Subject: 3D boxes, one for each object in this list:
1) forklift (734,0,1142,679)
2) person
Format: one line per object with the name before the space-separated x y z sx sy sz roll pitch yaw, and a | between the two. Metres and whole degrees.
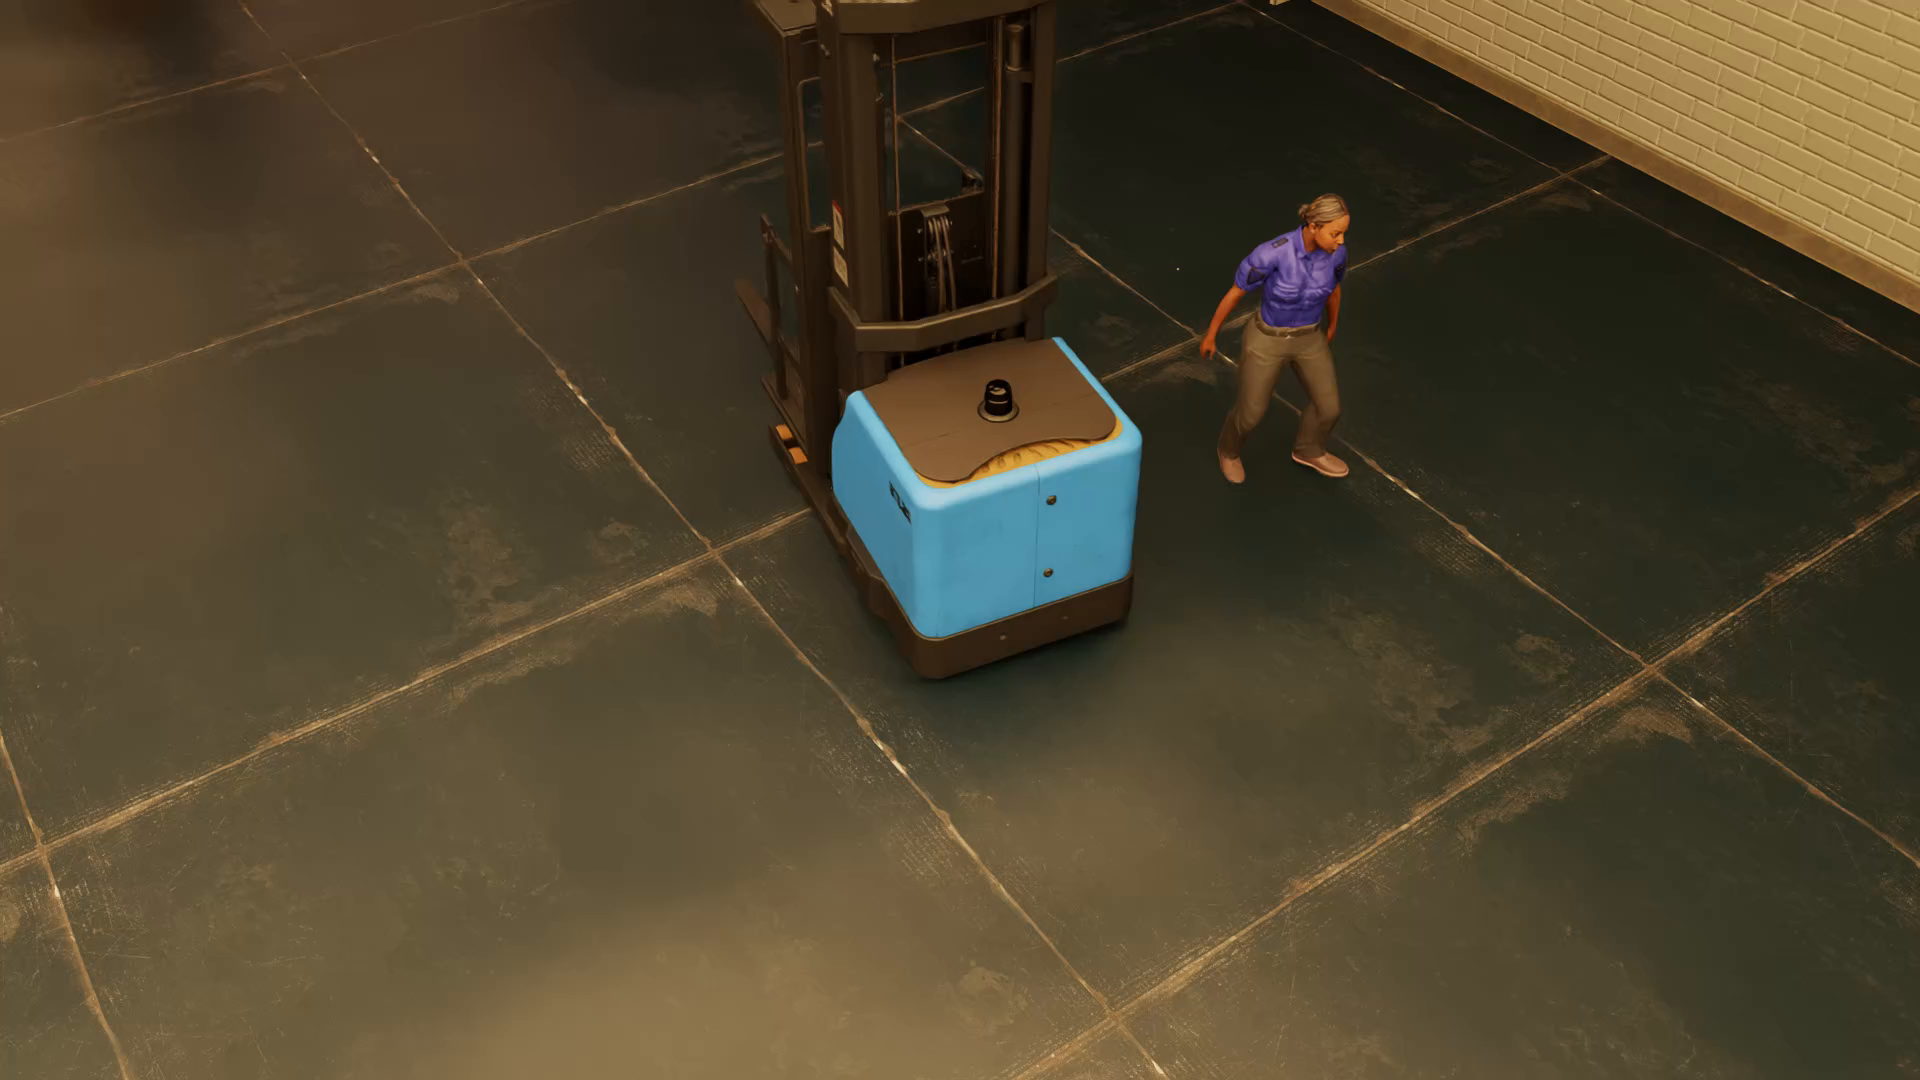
forklift | -0.305 -1.487 7.329 1.130 2.935 3.031 -17 45 -18
person | 1.509 -0.930 7.725 0.797 1.632 0.403 -8 43 -9
